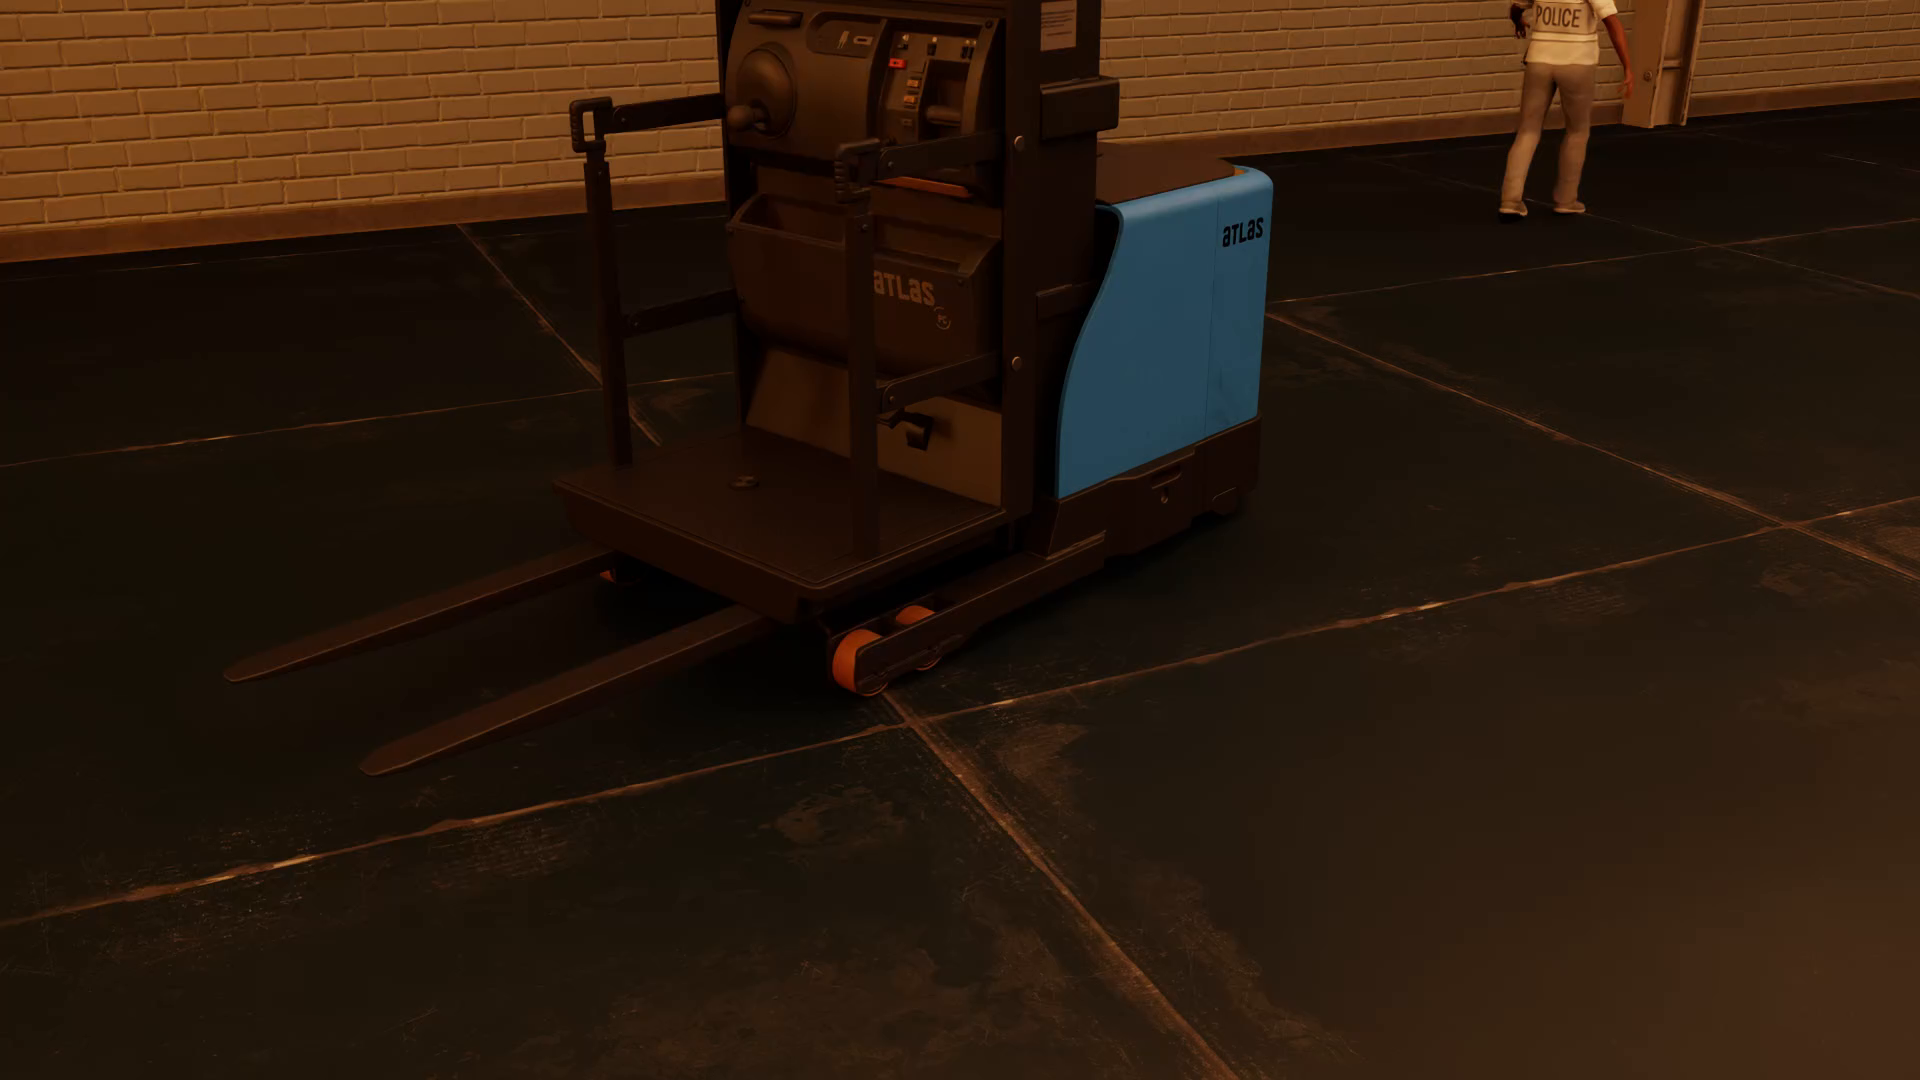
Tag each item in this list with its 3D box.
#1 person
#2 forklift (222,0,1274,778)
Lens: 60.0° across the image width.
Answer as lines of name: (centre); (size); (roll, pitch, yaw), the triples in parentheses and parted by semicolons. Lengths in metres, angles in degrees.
person: (3.402, -2.629, 9.321); (0.880, 1.641, 0.732); (18, 28, 36)
forklift: (-0.413, -1.182, 4.131); (1.130, 2.935, 3.031); (19, 29, 39)
